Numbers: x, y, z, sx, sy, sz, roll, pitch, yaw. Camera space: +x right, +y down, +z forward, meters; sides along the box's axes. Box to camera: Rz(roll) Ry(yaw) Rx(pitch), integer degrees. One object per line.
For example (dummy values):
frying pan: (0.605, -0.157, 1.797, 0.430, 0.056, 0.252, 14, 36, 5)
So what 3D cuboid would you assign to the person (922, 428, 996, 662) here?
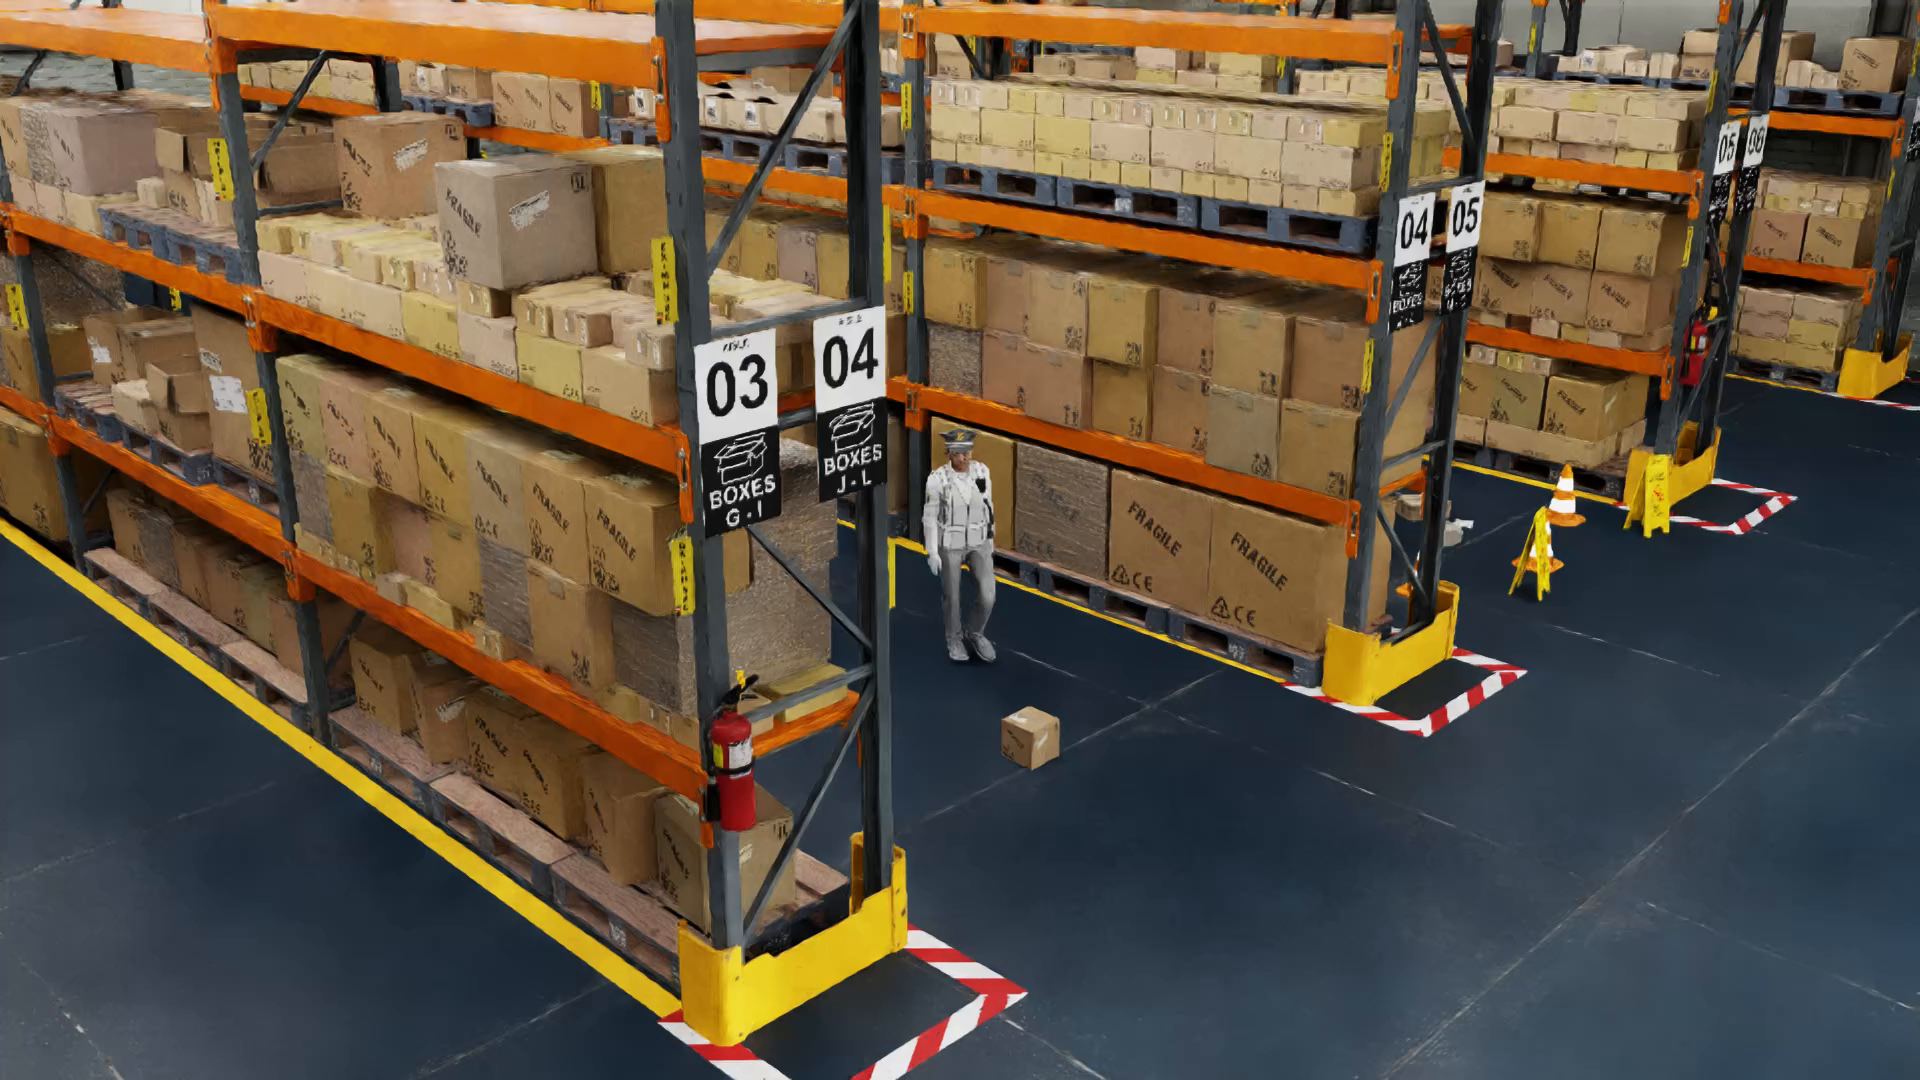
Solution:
person: (0.001, 0.031, 10.925, 0.514, 1.667, 0.486, -5, 21, -12)
